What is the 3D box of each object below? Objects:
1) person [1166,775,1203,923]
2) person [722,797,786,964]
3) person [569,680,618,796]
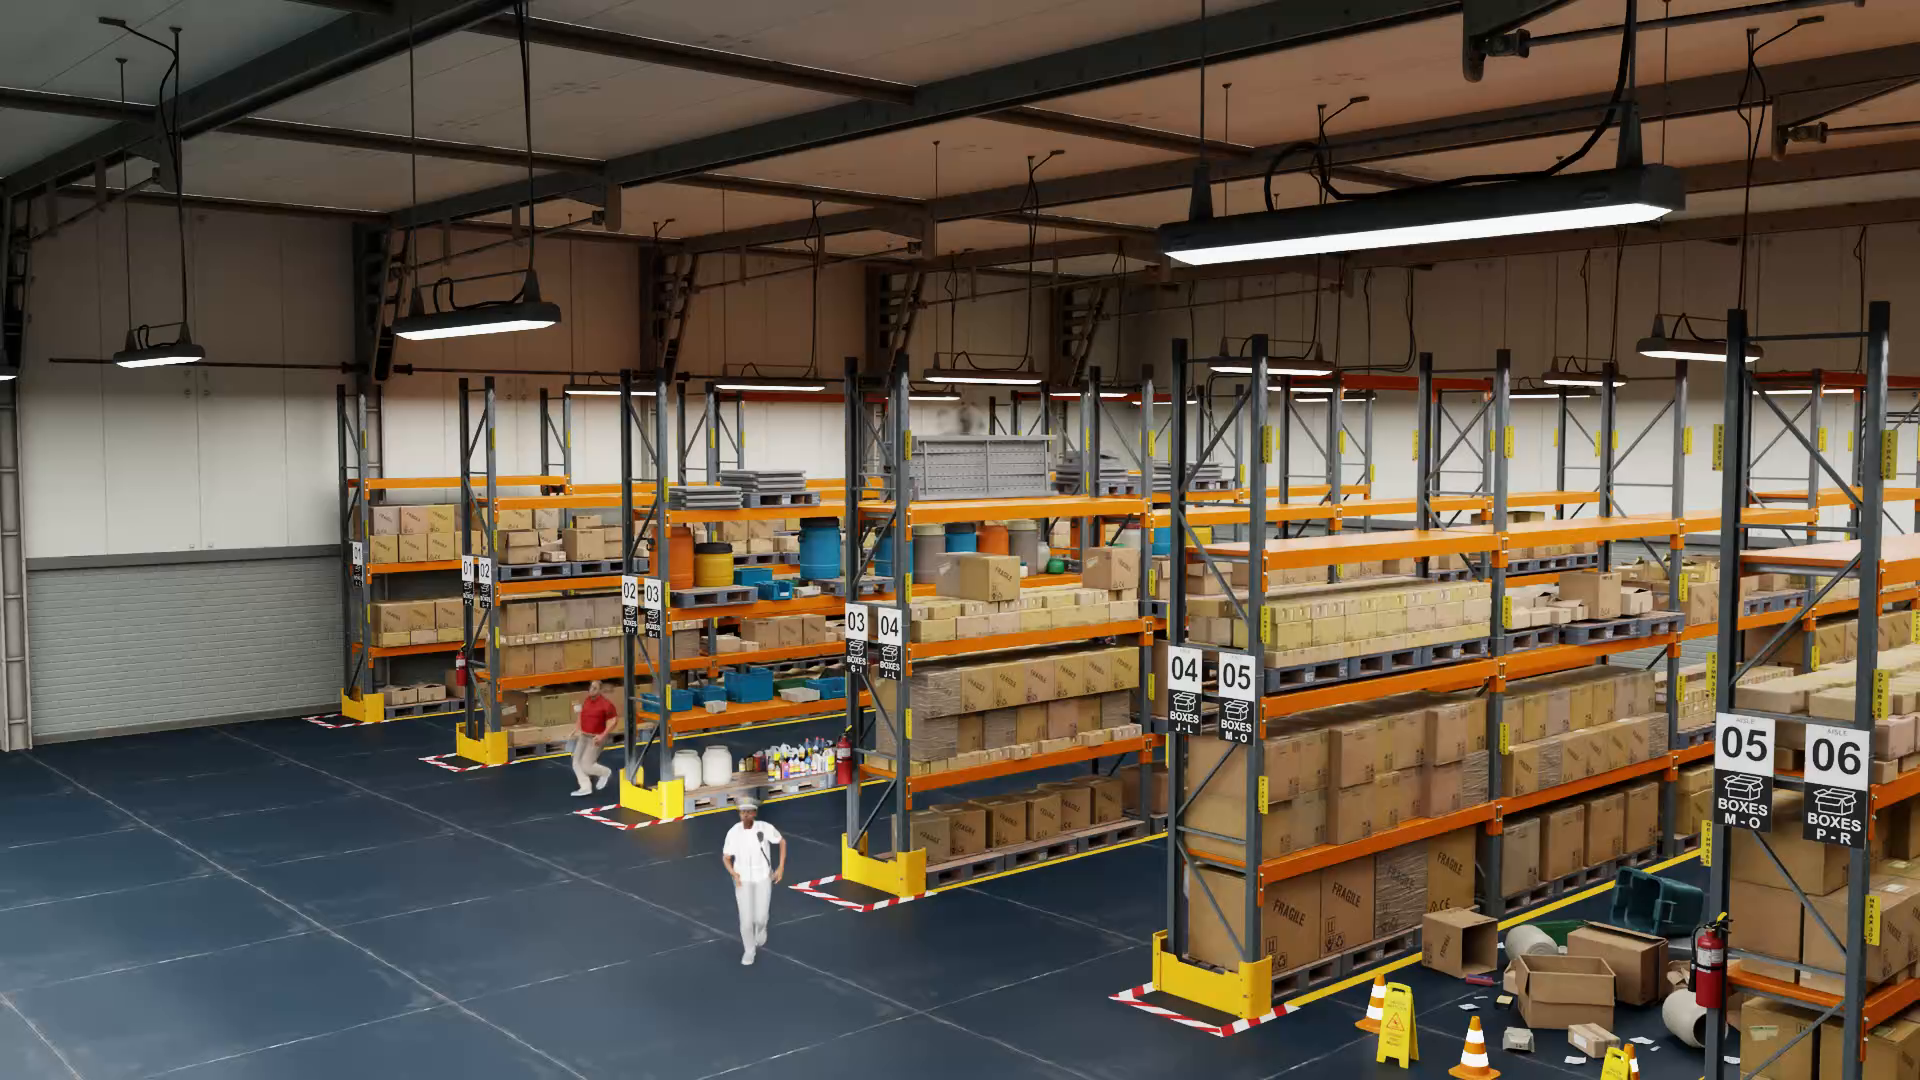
[{"bbox_3d":[2.401,3.215,17.218,0.588,1.656,0.603,4,5,44],"label":"person"},{"bbox_3d":[-1.994,3.289,16.061,0.602,1.659,0.616,0,4,-1],"label":"person"},{"bbox_3d":[-5.148,2.798,23.449,0.712,1.664,0.562,3,5,38],"label":"person"}]
